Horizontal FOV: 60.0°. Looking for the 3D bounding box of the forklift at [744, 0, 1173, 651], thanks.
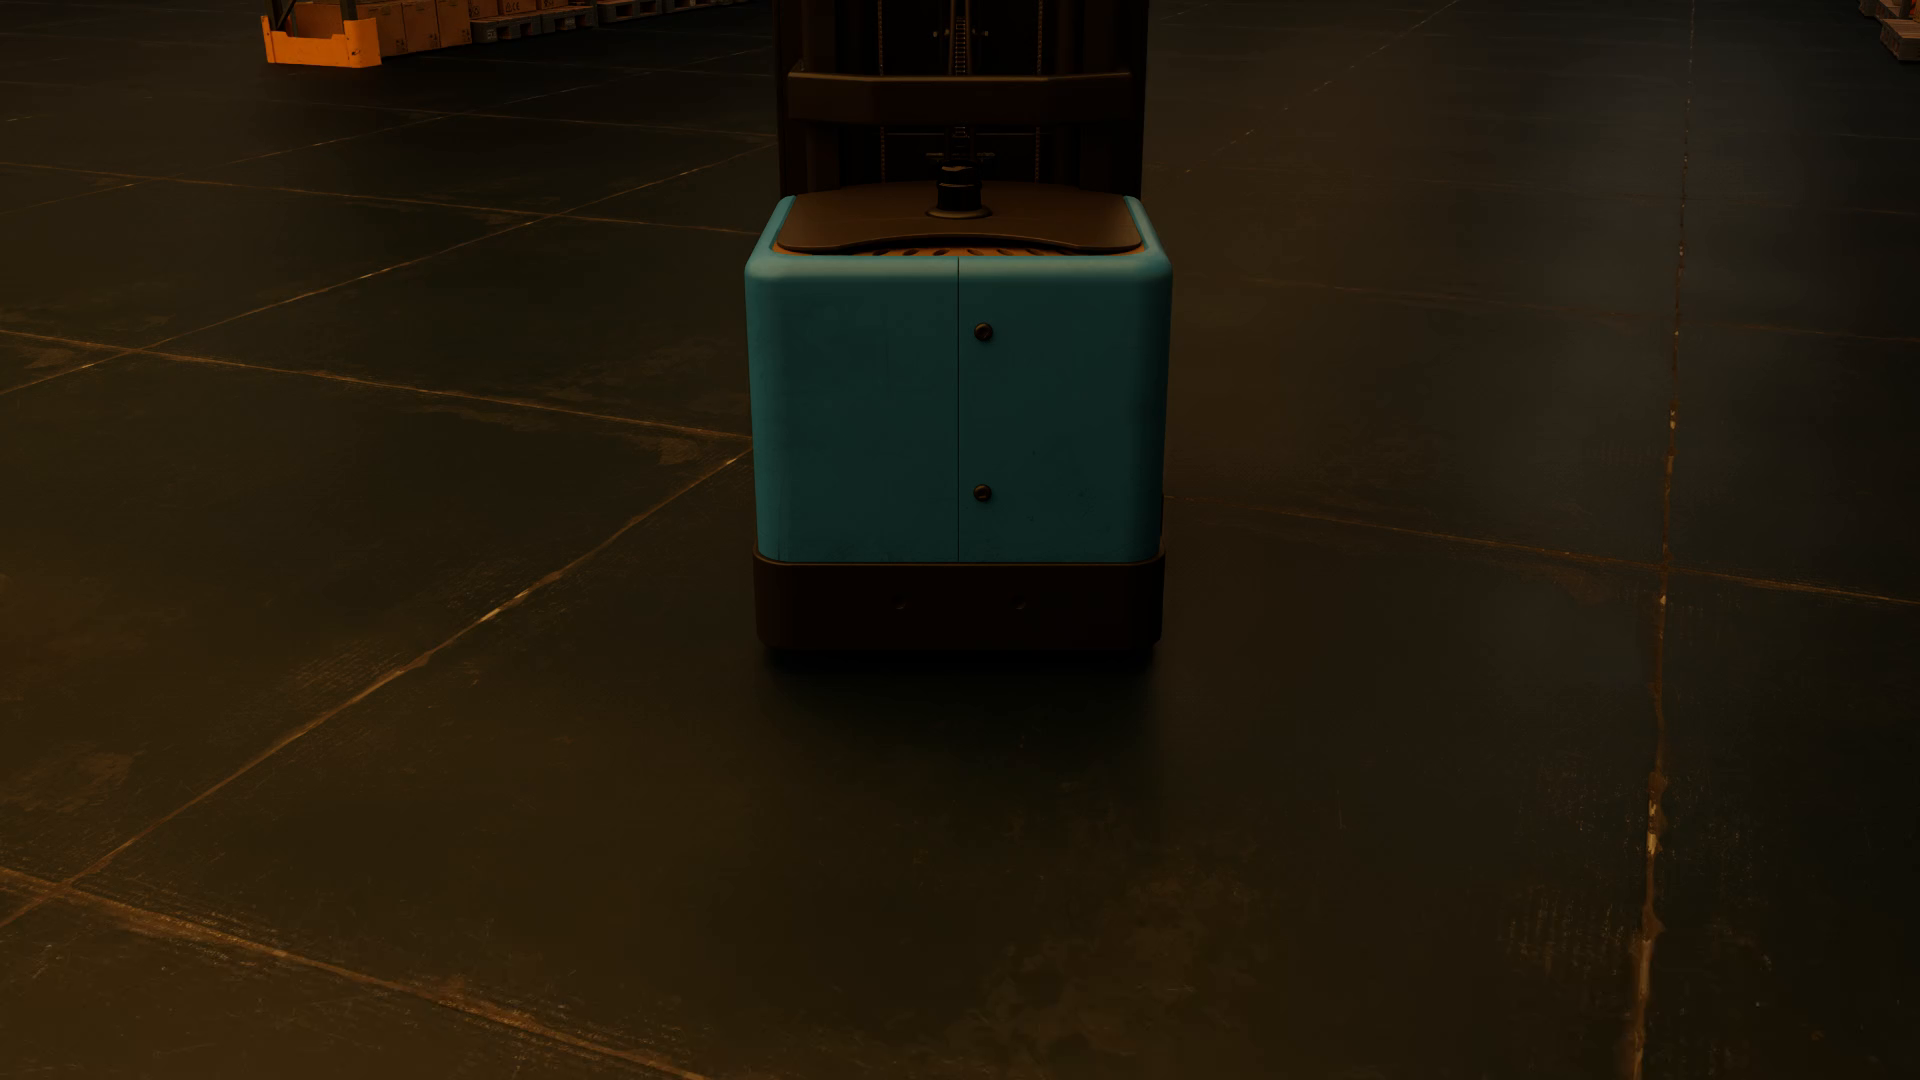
[{"bbox_3d":[0.002,-1.587,5.089,1.130,2.935,3.031,0,23,0],"label":"forklift"}]
